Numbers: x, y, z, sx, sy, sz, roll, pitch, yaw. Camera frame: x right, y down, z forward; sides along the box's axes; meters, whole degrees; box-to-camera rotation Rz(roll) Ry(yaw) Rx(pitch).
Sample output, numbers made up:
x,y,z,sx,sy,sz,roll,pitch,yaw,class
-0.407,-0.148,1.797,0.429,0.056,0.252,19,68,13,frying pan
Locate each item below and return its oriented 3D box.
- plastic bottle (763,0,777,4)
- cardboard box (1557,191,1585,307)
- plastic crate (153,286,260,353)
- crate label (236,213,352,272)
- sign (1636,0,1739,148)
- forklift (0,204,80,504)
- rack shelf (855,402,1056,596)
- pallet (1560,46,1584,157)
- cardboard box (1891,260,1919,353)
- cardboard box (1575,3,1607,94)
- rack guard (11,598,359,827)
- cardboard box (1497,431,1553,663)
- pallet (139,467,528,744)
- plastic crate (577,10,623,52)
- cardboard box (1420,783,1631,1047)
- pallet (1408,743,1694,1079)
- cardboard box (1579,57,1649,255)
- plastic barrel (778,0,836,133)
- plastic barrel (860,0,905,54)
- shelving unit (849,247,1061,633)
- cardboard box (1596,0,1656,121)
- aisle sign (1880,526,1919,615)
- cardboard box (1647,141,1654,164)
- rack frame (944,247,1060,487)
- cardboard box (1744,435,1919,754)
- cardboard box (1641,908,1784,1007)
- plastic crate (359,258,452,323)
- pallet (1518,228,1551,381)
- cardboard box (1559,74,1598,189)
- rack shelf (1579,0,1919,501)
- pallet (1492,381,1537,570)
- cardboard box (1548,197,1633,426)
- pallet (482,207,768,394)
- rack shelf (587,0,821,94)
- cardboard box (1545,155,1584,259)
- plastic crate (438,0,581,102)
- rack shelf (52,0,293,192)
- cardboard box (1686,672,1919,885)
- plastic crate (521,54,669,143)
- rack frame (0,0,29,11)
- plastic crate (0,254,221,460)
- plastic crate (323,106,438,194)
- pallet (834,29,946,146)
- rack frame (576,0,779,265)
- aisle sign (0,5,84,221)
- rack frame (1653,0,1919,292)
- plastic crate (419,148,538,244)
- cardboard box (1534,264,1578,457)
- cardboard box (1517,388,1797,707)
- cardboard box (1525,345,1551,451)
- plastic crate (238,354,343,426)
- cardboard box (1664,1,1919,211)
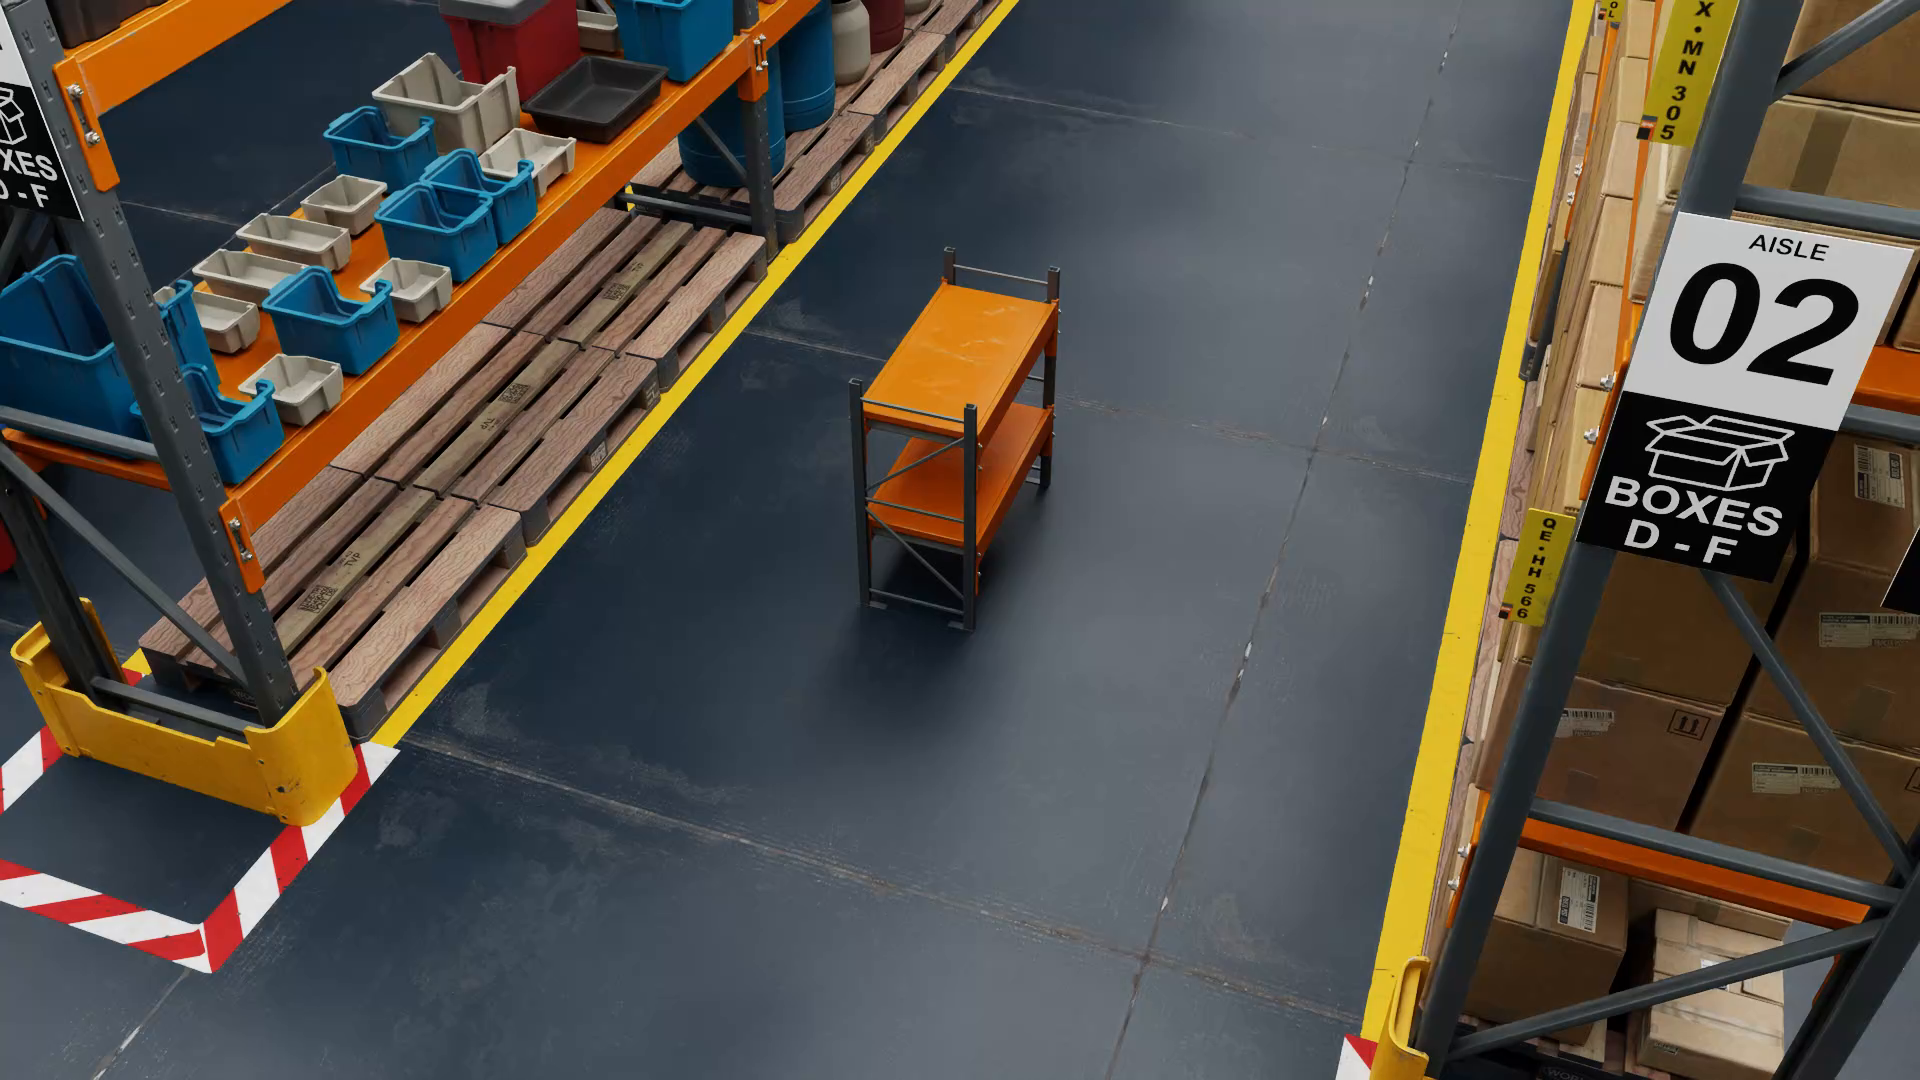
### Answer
x,y,z,sx,sy,sz,roll,pitch,yaw,class
-0.954,-2.864,8.386,0.061,0.283,0.133,13,42,15,plastic bottle
2.571,-1.153,6.213,0.500,0.500,0.500,14,42,16,cardboard box
-2.739,-0.800,6.034,0.396,0.136,0.243,13,42,15,plastic crate
-2.554,-1.149,6.443,0.396,0.136,0.243,13,42,15,crate label
1.291,-0.852,2.944,0.100,0.325,0.005,13,42,15,sign
-4.742,-1.844,7.154,1.130,2.935,3.031,-6,41,-7,forklift
-0.002,-0.238,7.039,0.538,0.278,1.000,13,42,15,rack shelf
4.250,-2.610,10.147,1.003,0.211,1.213,13,42,15,pallet
2.220,-0.579,3.422,0.500,0.250,0.500,13,42,15,cardboard box
3.943,-2.799,9.807,0.500,0.500,0.500,12,42,14,cardboard box
-2.844,0.628,6.128,1.175,0.500,0.348,13,42,15,rack guard
1.877,0.073,4.777,0.500,0.500,0.500,14,42,15,cardboard box
-2.530,0.226,6.822,1.003,0.211,1.213,13,42,15,pallet
-1.774,-2.450,7.968,0.396,0.136,0.243,13,42,15,plastic crate
1.760,1.159,5.168,0.500,0.500,0.500,13,42,15,cardboard box
2.103,1.290,5.576,1.003,0.211,1.213,13,42,15,pallet
2.395,-1.243,5.549,0.500,0.500,0.500,12,42,14,cardboard box
-1.036,-2.901,9.632,0.600,0.901,0.708,13,42,15,plastic barrel
-0.650,-3.471,10.541,0.600,0.588,0.708,13,42,15,plastic barrel
-0.002,-0.424,6.880,0.538,1.125,1.048,13,42,15,shelving unit
2.748,-1.872,6.285,0.500,0.500,0.500,14,43,16,cardboard box
2.058,-0.121,3.077,0.394,0.787,0.004,13,42,15,aisle sign
1.915,-0.997,3.912,0.500,0.250,0.500,13,42,15,cardboard box
0.172,-0.734,7.243,0.500,1.125,0.032,13,42,15,rack frame
2.205,0.131,3.938,0.500,0.500,0.500,15,43,16,cardboard box
2.357,1.341,5.212,0.380,0.166,0.250,13,42,15,cardboard box
-2.035,-0.931,6.187,0.250,0.136,0.298,13,42,15,plastic crate
3.416,-1.122,8.402,1.003,0.211,1.213,13,42,15,pallet
3.593,-2.175,9.075,0.500,0.500,0.500,12,42,14,cardboard box
2.489,-1.326,4.736,1.077,0.370,4.000,13,42,15,rack shelf
2.938,-0.199,7.320,1.003,0.211,1.213,13,42,15,pallet
2.044,-0.615,4.812,0.500,0.500,0.500,14,43,16,cardboard box
-1.695,-1.262,8.566,1.003,0.211,1.213,13,42,15,pallet
-0.796,-3.726,9.860,1.077,0.370,4.000,13,42,15,rack shelf
3.250,-1.559,8.353,0.500,0.500,0.500,13,42,15,cardboard box
-2.021,-2.338,7.584,0.402,0.464,0.583,13,42,15,plastic crate
-2.164,-2.427,6.027,1.077,0.370,4.000,13,42,15,rack shelf
2.205,0.511,4.262,0.500,0.500,0.500,14,42,16,cardboard box
-1.611,-1.956,7.397,0.437,0.125,0.590,13,42,15,plastic crate
-2.848,-2.622,3.390,1.000,3.000,0.127,13,42,15,rack frame
-2.909,-0.622,5.594,0.616,0.435,0.499,13,42,15,plastic crate
-2.387,-1.609,6.907,0.416,0.233,0.300,13,42,15,plastic crate
-0.762,-2.927,10.518,1.003,0.211,1.213,13,42,15,pallet
-1.480,-2.780,8.197,1.000,3.000,0.127,13,42,15,rack frame
-2.594,-1.219,4.365,0.394,0.787,0.004,13,42,15,aisle sign
1.805,-1.521,2.099,1.000,3.000,0.127,13,42,15,rack frame
-1.901,-1.363,6.619,0.416,0.233,0.300,13,42,15,plastic crate
2.225,-0.538,5.492,0.500,0.500,0.500,13,42,14,cardboard box
1.699,0.011,4.079,0.500,0.500,0.500,13,42,15,cardboard box
2.826,-0.615,7.392,0.500,0.311,0.500,13,42,15,cardboard box
-2.267,-0.517,5.702,0.250,0.136,0.298,13,42,15,plastic crate
1.742,-0.883,3.393,0.500,0.250,0.500,13,42,15,cardboard box
